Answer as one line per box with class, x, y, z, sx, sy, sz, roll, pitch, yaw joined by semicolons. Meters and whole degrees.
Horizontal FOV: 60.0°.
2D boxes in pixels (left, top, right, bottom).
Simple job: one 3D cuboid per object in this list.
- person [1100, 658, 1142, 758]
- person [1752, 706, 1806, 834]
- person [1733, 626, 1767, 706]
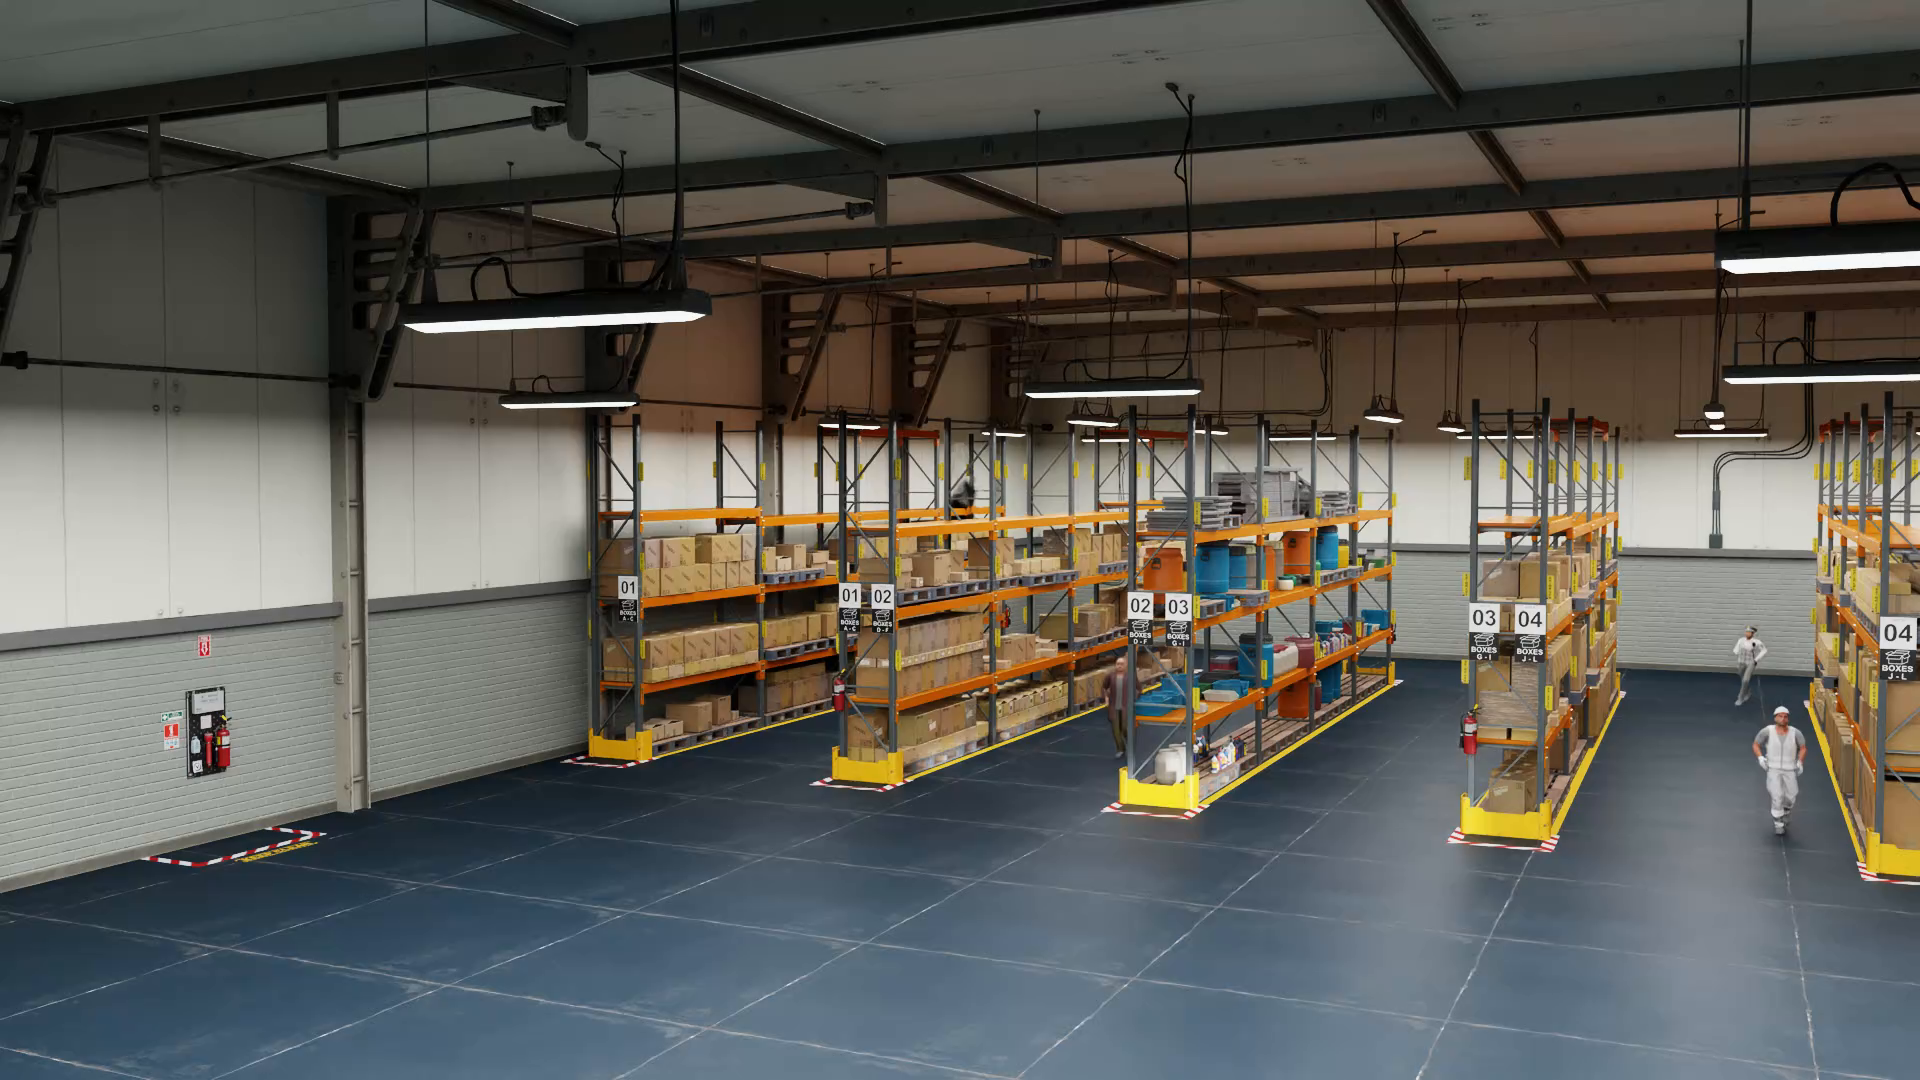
person;2.802;2.934;29.137;0.718;1.743;0.622;1;2;18
person;11.363;3.174;23.068;0.681;1.750;0.578;1;2;19
person;16.930;2.688;35.699;0.839;1.727;0.623;-2;3;-41
